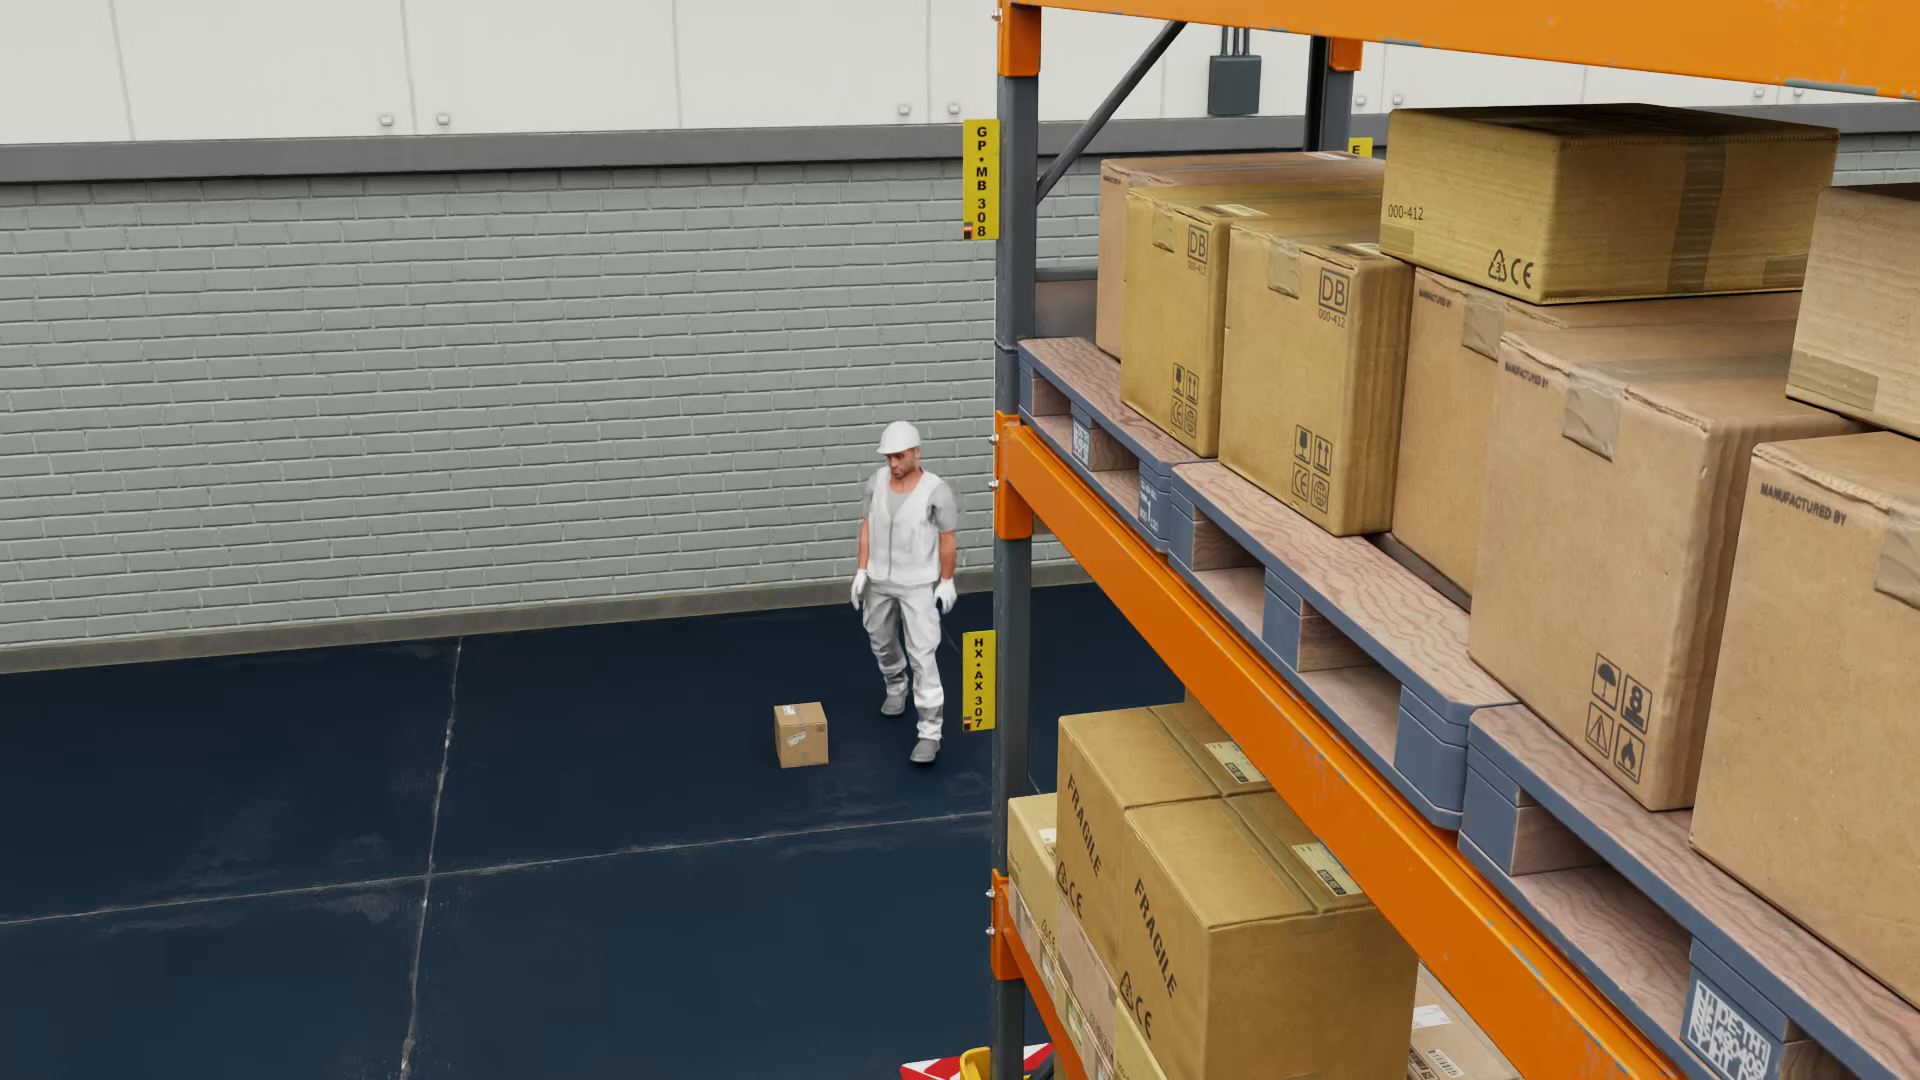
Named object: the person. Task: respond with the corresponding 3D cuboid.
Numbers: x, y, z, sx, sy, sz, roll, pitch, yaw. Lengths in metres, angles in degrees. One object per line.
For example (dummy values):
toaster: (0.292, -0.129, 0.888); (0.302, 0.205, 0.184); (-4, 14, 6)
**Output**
person: (-0.280, 0.236, 8.853); (0.565, 1.771, 0.730); (9, 21, 24)
